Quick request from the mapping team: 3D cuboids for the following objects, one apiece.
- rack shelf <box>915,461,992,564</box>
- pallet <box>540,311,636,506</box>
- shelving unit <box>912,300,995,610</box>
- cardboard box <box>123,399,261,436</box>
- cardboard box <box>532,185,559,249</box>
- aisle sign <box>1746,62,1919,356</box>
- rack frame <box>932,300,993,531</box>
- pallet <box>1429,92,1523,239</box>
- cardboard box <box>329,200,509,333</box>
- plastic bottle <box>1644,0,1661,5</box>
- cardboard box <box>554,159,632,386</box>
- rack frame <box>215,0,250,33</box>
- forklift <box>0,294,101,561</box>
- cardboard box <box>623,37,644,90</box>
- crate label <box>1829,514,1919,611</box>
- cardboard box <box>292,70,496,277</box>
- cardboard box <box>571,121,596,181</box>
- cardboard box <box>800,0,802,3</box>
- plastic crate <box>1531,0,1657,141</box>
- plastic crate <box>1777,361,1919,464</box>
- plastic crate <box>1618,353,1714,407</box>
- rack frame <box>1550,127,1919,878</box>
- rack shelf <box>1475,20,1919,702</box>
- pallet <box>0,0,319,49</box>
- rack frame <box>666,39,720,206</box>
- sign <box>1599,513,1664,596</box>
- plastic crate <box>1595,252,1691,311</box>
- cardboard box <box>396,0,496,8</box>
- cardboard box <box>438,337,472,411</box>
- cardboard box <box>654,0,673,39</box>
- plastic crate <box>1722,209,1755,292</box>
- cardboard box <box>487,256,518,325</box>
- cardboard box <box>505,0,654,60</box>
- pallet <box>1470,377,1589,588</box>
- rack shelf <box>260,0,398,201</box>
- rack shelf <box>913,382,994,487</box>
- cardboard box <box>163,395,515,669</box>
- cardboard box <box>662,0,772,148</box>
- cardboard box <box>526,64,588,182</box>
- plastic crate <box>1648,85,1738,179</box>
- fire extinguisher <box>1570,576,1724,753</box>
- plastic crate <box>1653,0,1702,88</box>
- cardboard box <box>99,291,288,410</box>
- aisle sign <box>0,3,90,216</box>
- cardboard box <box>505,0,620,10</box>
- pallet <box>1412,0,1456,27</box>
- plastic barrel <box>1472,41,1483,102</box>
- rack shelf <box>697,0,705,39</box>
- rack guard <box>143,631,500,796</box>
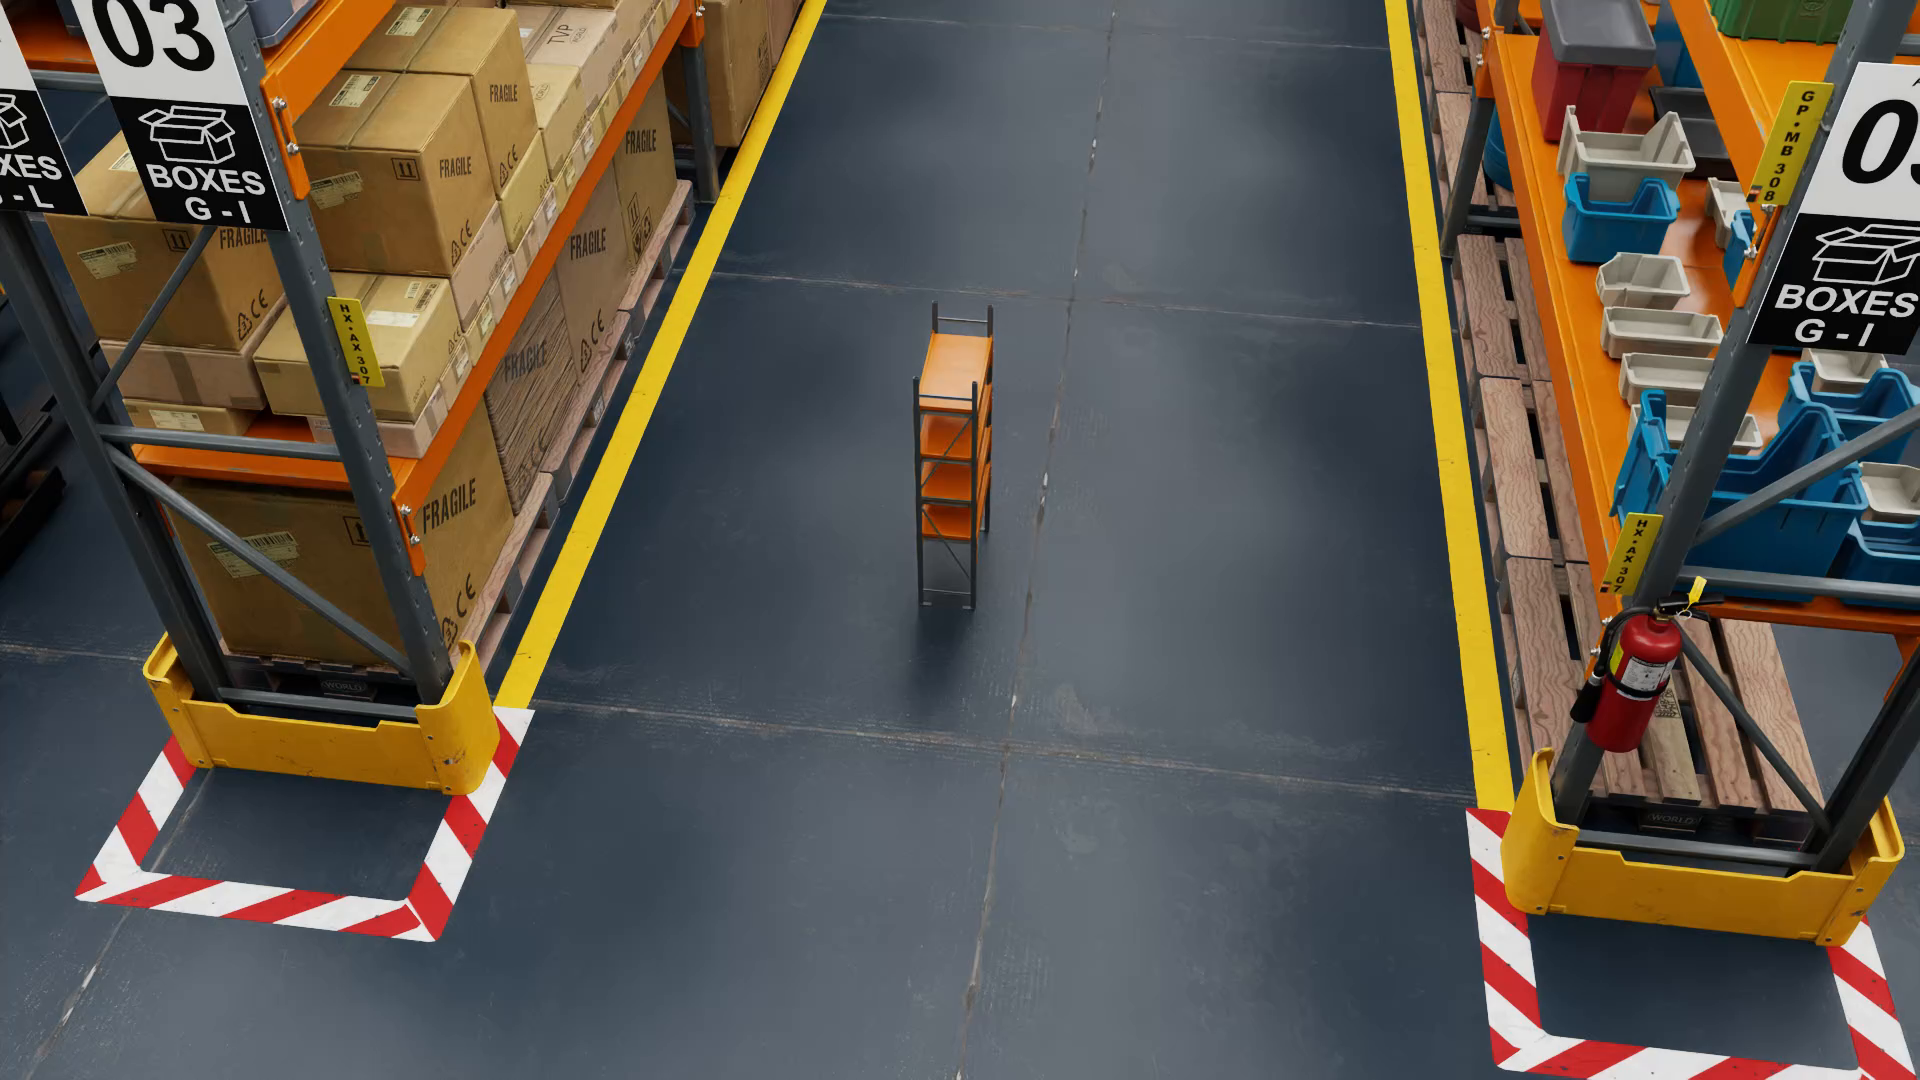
[{"bbox_3d":[-0.022,-0.130,6.923,0.258,0.148,0.480,5,44,6],"label":"rack shelf"},{"bbox_3d":[-2.184,-0.676,7.833,1.003,0.211,1.213,5,44,6],"label":"pallet"},{"bbox_3d":[-0.022,-0.323,6.741,0.258,1.200,0.503,5,44,6],"label":"shelving unit"},{"bbox_3d":[-2.655,-0.489,5.790,0.380,0.149,0.250,6,44,6],"label":"cardboard box"},{"bbox_3d":[-1.834,-1.305,6.651,0.380,0.149,0.250,5,44,5],"label":"cardboard box"},{"bbox_3d":[2.234,-0.779,4.022,0.394,0.787,0.004,5,44,6],"label":"aisle sign"},{"bbox_3d":[0.010,-0.489,6.916,0.240,1.200,0.015,5,44,6],"label":"rack frame"},{"bbox_3d":[3.206,-2.093,9.329,1.003,0.211,1.213,5,44,6],"label":"pallet"},{"bbox_3d":[-1.983,-1.019,6.059,0.500,0.250,0.500,5,44,5],"label":"cardboard box"},{"bbox_3d":[3.436,-2.804,8.087,0.144,0.351,0.185,5,44,6],"label":"plastic bottle"},{"bbox_3d":[-2.133,-1.359,7.765,0.875,0.875,0.875,5,44,6],"label":"cardboard box"},{"bbox_3d":[-2.376,-2.486,3.353,1.000,3.000,0.127,5,44,6],"label":"rack frame"},{"bbox_3d":[-4.608,-1.087,6.288,1.130,2.935,3.031,5,44,5],"label":"forklift"},{"bbox_3d":[-1.665,-2.179,7.575,0.380,0.149,0.250,6,44,6],"label":"cardboard box"},{"bbox_3d":[2.893,0.043,5.123,0.416,0.233,0.303,5,44,6],"label":"crate label"},{"bbox_3d":[-1.979,-1.277,5.786,0.500,0.500,0.500,4,44,4],"label":"cardboard box"},{"bbox_3d":[-1.767,-1.656,7.022,0.380,0.149,0.250,6,44,6],"label":"cardboard box"},{"bbox_3d":[-1.556,-4.065,10.624,1.225,0.875,0.875,5,44,6],"label":"cardboard box"},{"bbox_3d":[2.696,-2.043,7.158,0.402,0.464,0.583,5,44,6],"label":"plastic crate"},{"bbox_3d":[2.980,-0.405,5.597,0.416,0.233,0.300,5,44,6],"label":"plastic crate"},{"bbox_3d":[2.515,-0.552,5.821,0.396,0.136,0.243,5,44,6],"label":"plastic crate"},{"bbox_3d":[2.534,0.143,4.940,1.000,3.000,0.127,5,44,6],"label":"rack frame"},{"bbox_3d":[2.798,-0.959,6.627,1.077,0.370,4.000,5,44,6],"label":"rack shelf"},{"bbox_3d":[-2.288,-1.871,4.949,1.003,0.211,1.213,5,44,6],"label":"pallet"},{"bbox_3d":[-1.847,-3.034,8.294,1.000,3.000,0.127,5,44,6],"label":"rack frame"},{"bbox_3d":[1.986,0.044,4.925,0.100,0.325,0.005,5,44,6],"label":"sign"},{"bbox_3d":[2.548,-0.947,6.239,0.298,0.136,0.250,5,44,6],"label":"plastic crate"},{"bbox_3d":[-2.301,-2.366,6.937,0.500,0.500,0.500,4,44,4],"label":"cardboard box"},{"bbox_3d":[-1.969,-0.603,5.910,0.380,0.149,0.250,5,44,5],"label":"cardboard box"},{"bbox_3d":[-1.597,-2.529,7.944,0.380,0.149,0.250,6,44,6],"label":"cardboard box"},{"bbox_3d":[3.106,-1.059,6.287,0.416,0.233,0.300,5,44,6],"label":"plastic crate"},{"bbox_3d":[-1.903,-0.956,6.283,0.380,0.149,0.250,5,44,5],"label":"cardboard box"},{"bbox_3d":[-1.711,-2.410,7.528,0.500,0.250,0.500,6,44,7],"label":"cardboard box"},{"bbox_3d":[2.845,-0.232,7.364,1.003,0.211,1.213,5,44,6],"label":"pallet"},{"bbox_3d":[-2.112,-2.499,6.071,1.077,0.370,4.000,5,44,6],"label":"rack shelf"},{"bbox_3d":[-0.022,-0.436,6.633,0.258,0.148,0.480,5,44,6],"label":"rack shelf"},{"bbox_3d":[-2.371,-0.132,6.470,0.875,0.875,0.875,5,44,6],"label":"cardboard box"},{"bbox_3d":[-1.782,-2.853,9.343,1.225,0.875,0.875,5,44,6],"label":"cardboard box"},{"bbox_3d":[-1.849,-1.717,6.796,0.500,0.250,0.500,4,44,5],"label":"cardboard box"},{"bbox_3d":[3.181,-1.718,7.062,0.437,0.125,0.590,5,44,6],"label":"plastic crate"},{"bbox_3d":[2.063,0.368,5.030,0.296,0.674,0.183,5,44,6],"label":"fire extinguisher"},{"bbox_3d":[3.339,-2.250,7.435,0.392,0.384,0.575,5,44,6],"label":"plastic crate"},{"bbox_3d":[-2.575,-0.716,5.739,0.500,0.250,0.500,5,44,5],"label":"cardboard box"},{"bbox_3d":[-2.683,-1.230,4.499,0.394,0.787,0.004,5,44,6],"label":"aisle sign"},{"bbox_3d":[-1.713,-2.681,7.269,0.500,0.500,0.500,6,44,6],"label":"cardboard box"},{"bbox_3d":[3.528,-3.756,11.085,1.003,0.211,1.213,5,44,6],"label":"pallet"},{"bbox_3d":[3.245,-2.826,9.296,0.600,0.901,0.708,5,44,6],"label":"plastic barrel"},{"bbox_3d":[-1.583,-4.135,9.981,1.077,0.370,4.000,5,44,6],"label":"rack shelf"},{"bbox_3d":[-2.379,0.616,6.258,1.175,0.500,0.348,5,44,6],"label":"rack guard"}]
